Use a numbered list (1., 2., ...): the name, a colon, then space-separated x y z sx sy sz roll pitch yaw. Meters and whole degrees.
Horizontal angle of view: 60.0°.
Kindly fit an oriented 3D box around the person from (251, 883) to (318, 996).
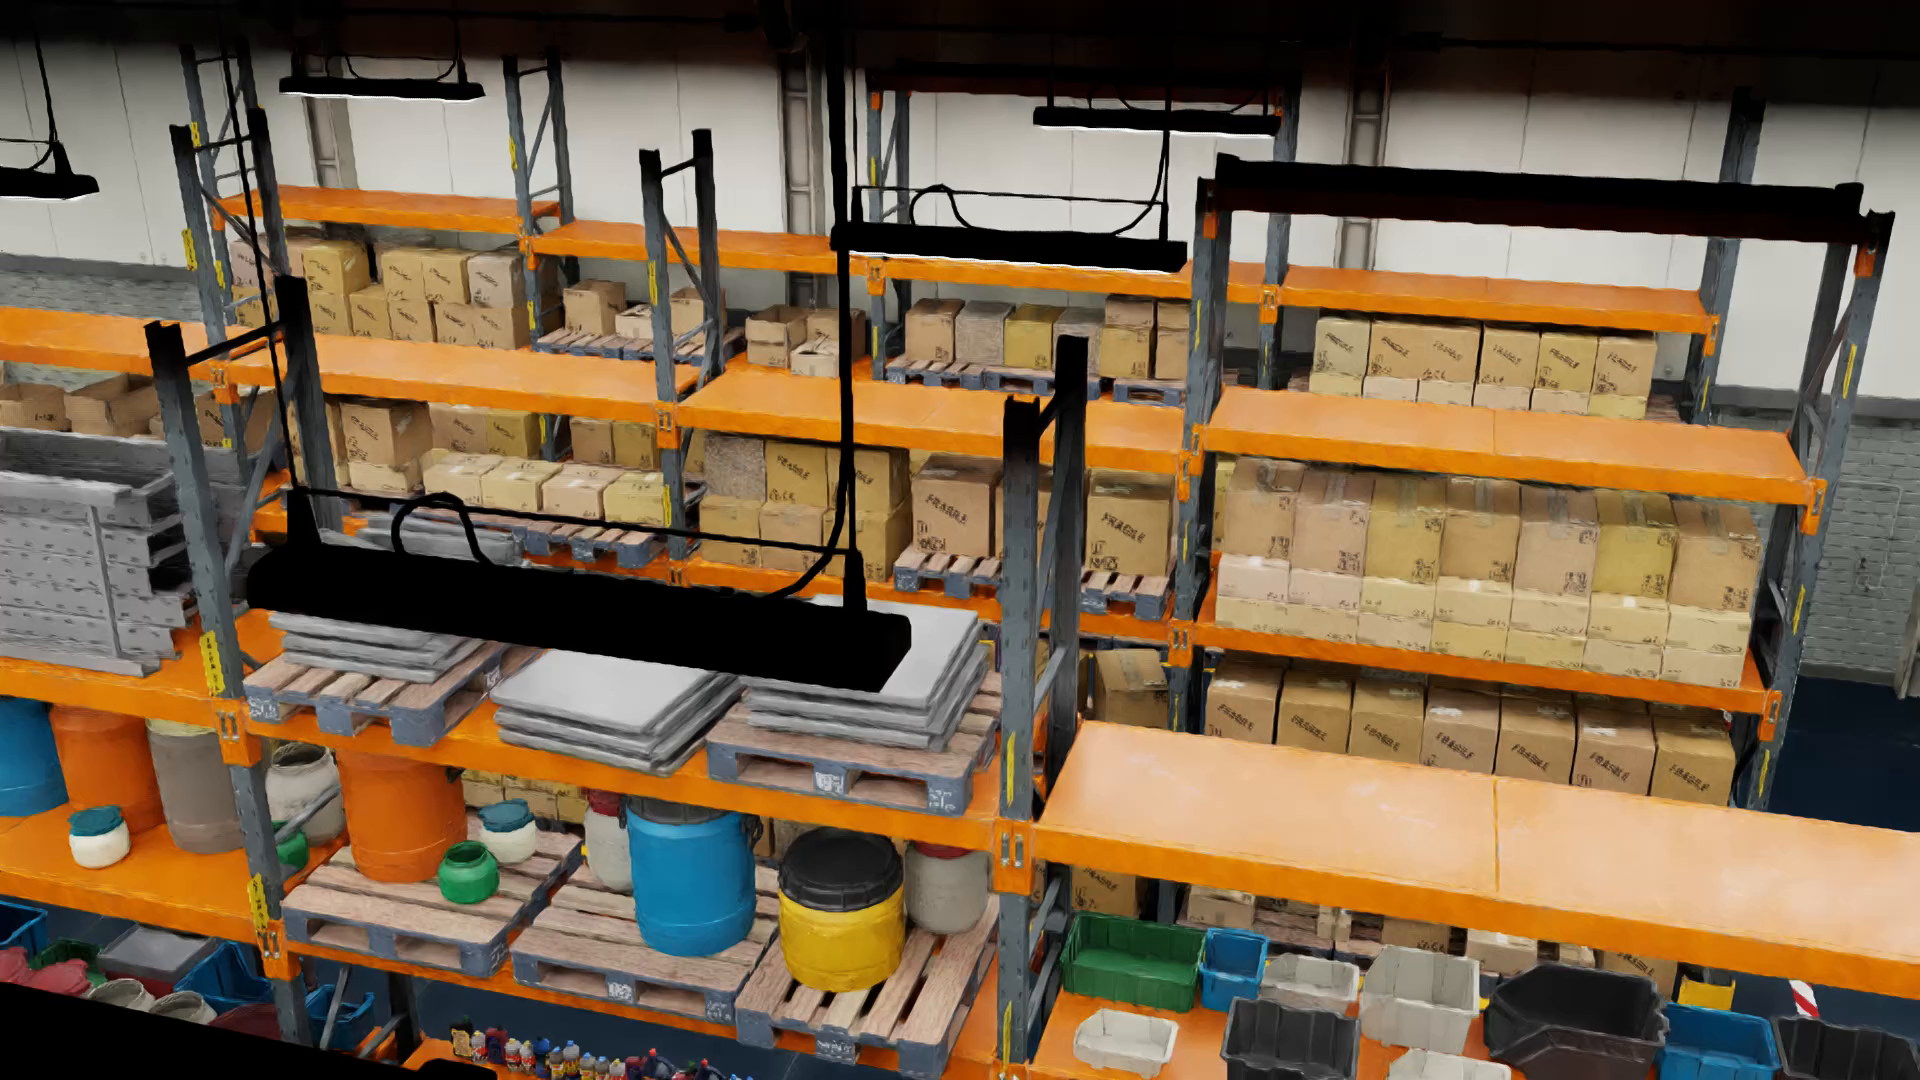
1. person: -5.040 2.651 12.112 0.584 1.727 0.450 -6 23 -13

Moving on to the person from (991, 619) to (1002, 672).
1. person: 0.521 1.295 15.713 0.519 1.510 0.566 5 23 12
